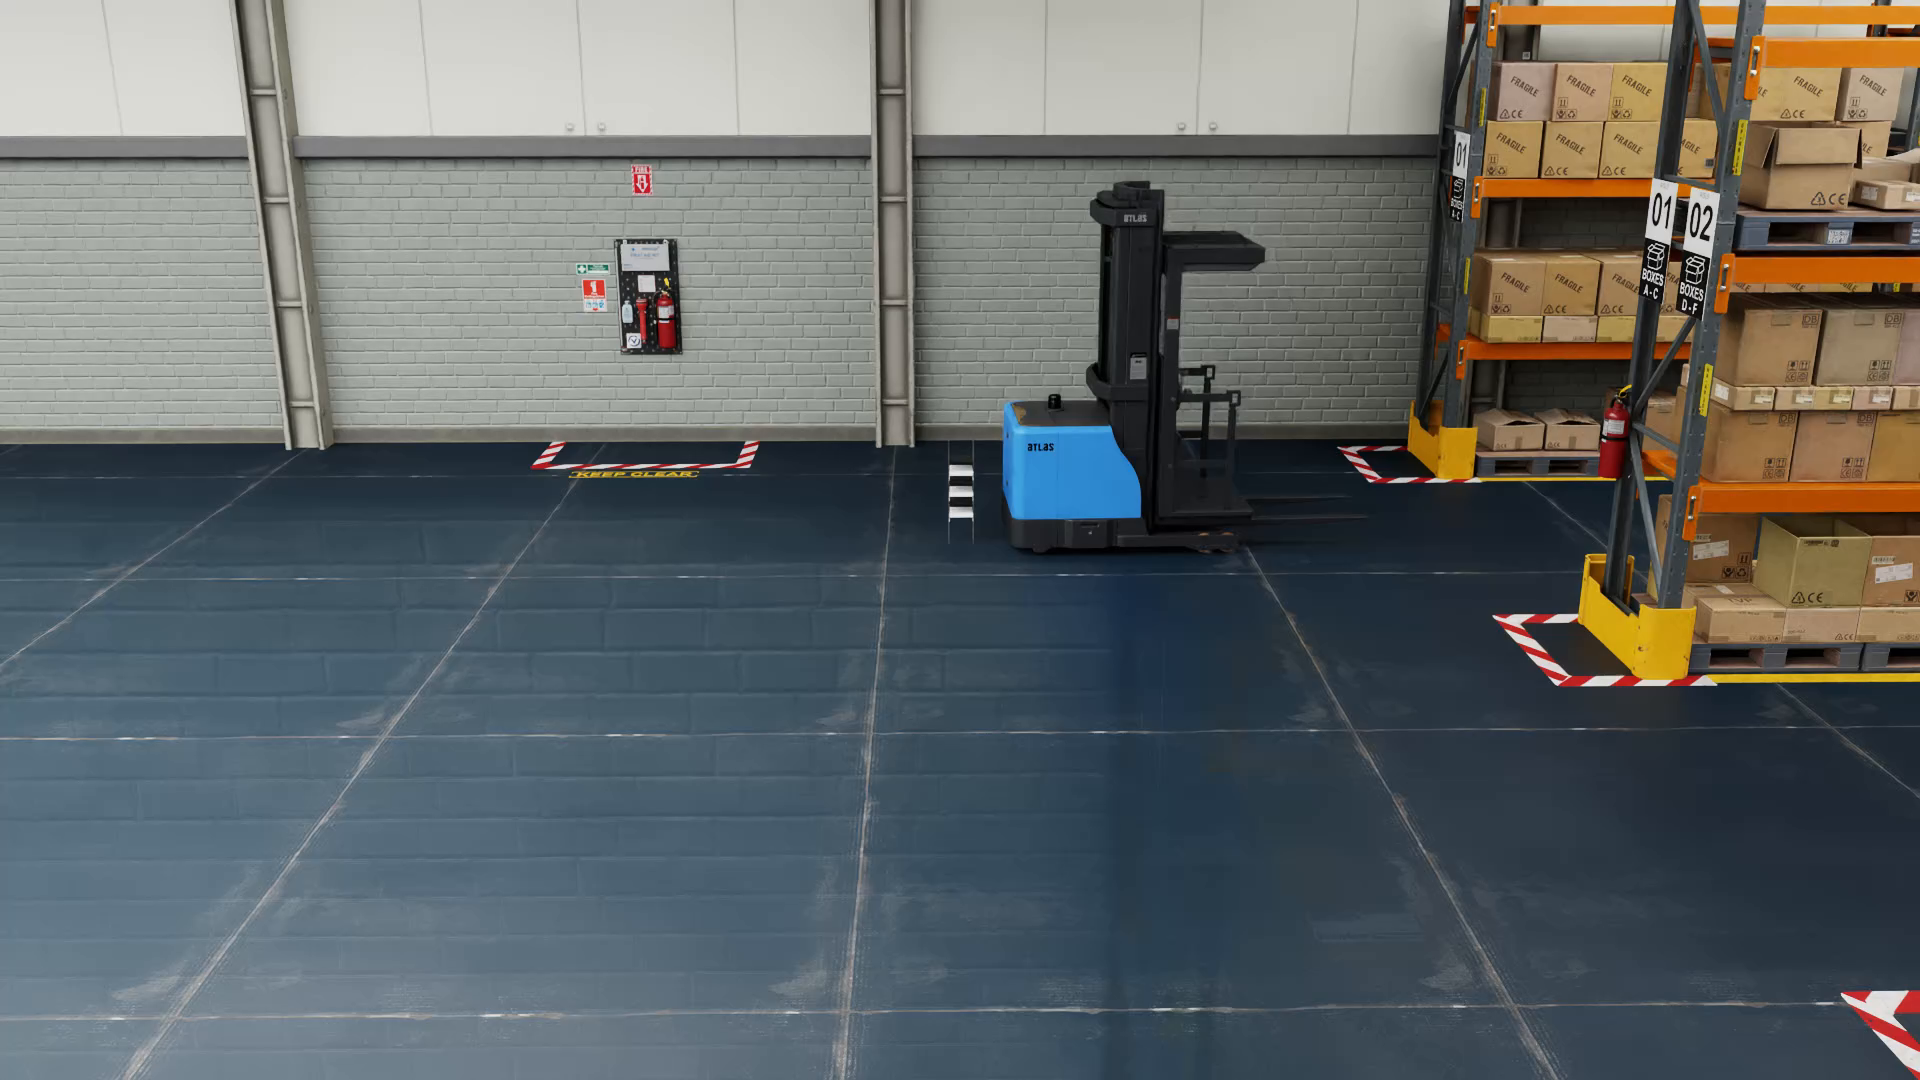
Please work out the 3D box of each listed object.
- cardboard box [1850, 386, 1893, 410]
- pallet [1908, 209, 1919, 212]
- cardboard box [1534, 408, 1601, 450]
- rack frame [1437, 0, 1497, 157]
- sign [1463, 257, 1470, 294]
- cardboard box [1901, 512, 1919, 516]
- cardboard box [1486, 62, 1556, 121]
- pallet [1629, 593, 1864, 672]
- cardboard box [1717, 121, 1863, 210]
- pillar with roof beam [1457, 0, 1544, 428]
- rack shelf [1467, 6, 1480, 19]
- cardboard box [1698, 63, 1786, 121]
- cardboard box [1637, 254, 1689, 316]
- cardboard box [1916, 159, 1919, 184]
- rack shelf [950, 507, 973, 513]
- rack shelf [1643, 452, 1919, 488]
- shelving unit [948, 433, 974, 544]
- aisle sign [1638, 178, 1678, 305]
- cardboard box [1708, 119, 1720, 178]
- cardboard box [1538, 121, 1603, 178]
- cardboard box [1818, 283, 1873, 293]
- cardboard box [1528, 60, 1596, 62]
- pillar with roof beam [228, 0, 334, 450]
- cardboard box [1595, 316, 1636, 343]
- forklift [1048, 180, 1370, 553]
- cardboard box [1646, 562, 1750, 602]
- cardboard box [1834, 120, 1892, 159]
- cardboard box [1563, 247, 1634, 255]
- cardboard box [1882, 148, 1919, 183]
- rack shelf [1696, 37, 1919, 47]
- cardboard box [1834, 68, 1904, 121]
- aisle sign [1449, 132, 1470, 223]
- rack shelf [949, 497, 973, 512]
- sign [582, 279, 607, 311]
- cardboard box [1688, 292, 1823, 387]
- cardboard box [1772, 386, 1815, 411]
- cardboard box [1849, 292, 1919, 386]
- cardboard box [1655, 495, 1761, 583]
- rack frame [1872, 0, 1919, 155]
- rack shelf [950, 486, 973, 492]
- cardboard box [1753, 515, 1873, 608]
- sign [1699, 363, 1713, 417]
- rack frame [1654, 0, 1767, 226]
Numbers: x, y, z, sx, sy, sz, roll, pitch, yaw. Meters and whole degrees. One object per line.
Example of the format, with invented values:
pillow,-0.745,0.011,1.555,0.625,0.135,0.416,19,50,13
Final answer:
cardboard box,5.894,-0.968,10.928,0.250,0.149,0.380,-1,18,-2
pallet,6.663,-2.060,10.793,1.213,0.211,1.003,0,18,-1
cardboard box,5.914,-1.092,16.224,0.500,0.311,0.500,1,18,4
rack frame,4.651,-5.041,15.031,0.127,3.000,1.000,0,18,-1
sign,4.660,-2.431,15.298,0.005,0.325,0.100,0,18,-1
cardboard box,6.764,-0.024,11.799,0.500,0.500,0.500,0,18,-1
cardboard box,5.040,-4.074,15.093,0.500,0.500,0.500,-2,18,-5
pallet,5.497,0.640,11.708,1.213,0.211,1.003,0,18,-1
cardboard box,5.308,-2.417,10.676,0.637,0.503,0.797,1,18,3
pillar with roof beam,5.405,-3.994,11.766,0.400,9.000,9.100,0,18,-1
rack shelf,6.651,-4.800,15.141,3.809,0.124,0.919,0,18,-1
cardboard box,7.084,-4.069,15.076,0.500,0.500,0.500,-1,18,-3
cardboard box,6.660,-2.396,15.592,0.500,0.500,0.500,0,18,1
cardboard box,6.398,-2.339,10.437,0.500,0.500,0.500,0,18,-1
rack shelf,0.008,-0.245,13.969,0.190,0.026,0.221,0,18,-1
rack shelf,6.733,-0.432,11.341,3.809,0.124,0.919,0,18,-1
shelving unit,0.008,-0.429,13.910,0.210,0.900,0.258,0,18,-1
aisle sign,4.663,-1.999,11.112,0.004,0.787,0.394,0,18,-1
cardboard box,7.090,-3.599,15.248,0.500,0.500,0.500,-1,18,-3
cardboard box,5.527,-3.587,15.212,0.500,0.500,0.500,1,18,3
cardboard box,8.183,-2.402,15.611,0.500,0.500,0.500,0,18,-1
cardboard box,5.623,-4.234,15.592,0.500,0.500,0.500,1,18,3
pillar with roof beam,-6.593,-3.936,11.586,0.400,9.000,9.100,0,18,-1
cardboard box,6.172,-2.036,15.695,0.500,0.250,0.500,-1,18,-2
forklift,1.899,-1.444,13.750,3.031,2.935,1.110,-1,18,-3
cardboard box,5.265,0.345,11.876,0.500,0.250,0.500,0,18,-1
cardboard box,8.147,-3.611,15.288,0.500,0.500,0.500,0,18,1
cardboard box,9.015,2.678,1.985,6.802,1.850,30.447,0,18,1
cardboard box,6.436,-2.413,10.978,0.500,0.311,0.500,2,18,6
rack shelf,6.733,-3.132,10.475,3.809,0.052,0.919,0,18,-1
cardboard box,8.154,-4.080,15.112,0.500,0.500,0.500,-2,18,-6
aisle sign,4.584,-3.331,15.263,0.004,0.787,0.394,0,18,-1
rack shelf,0.008,-0.311,13.948,0.200,0.077,0.258,0,18,-1
sign,-3.688,-2.469,16.775,0.234,0.329,0.001,0,18,-1
cardboard box,5.253,-1.336,11.013,0.500,0.500,0.700,0,18,-1
cardboard box,5.393,-0.966,10.924,0.250,0.149,0.380,-1,18,-2
cardboard box,6.283,-1.343,11.035,0.500,0.500,0.700,0,18,-1
cardboard box,5.265,-0.013,11.764,0.500,0.500,0.500,0,18,-1
rack frame,8.651,-5.061,15.091,0.127,3.000,1.000,0,18,-1
rack shelf,0.008,-0.416,13.914,0.190,0.026,0.221,0,18,-1
cardboard box,5.773,0.143,11.278,0.500,0.500,0.500,0,18,-1
sign,4.736,-0.952,10.558,0.005,0.325,0.100,0,18,-1
rack frame,4.733,-3.528,10.315,0.127,3.000,1.000,0,18,-1
